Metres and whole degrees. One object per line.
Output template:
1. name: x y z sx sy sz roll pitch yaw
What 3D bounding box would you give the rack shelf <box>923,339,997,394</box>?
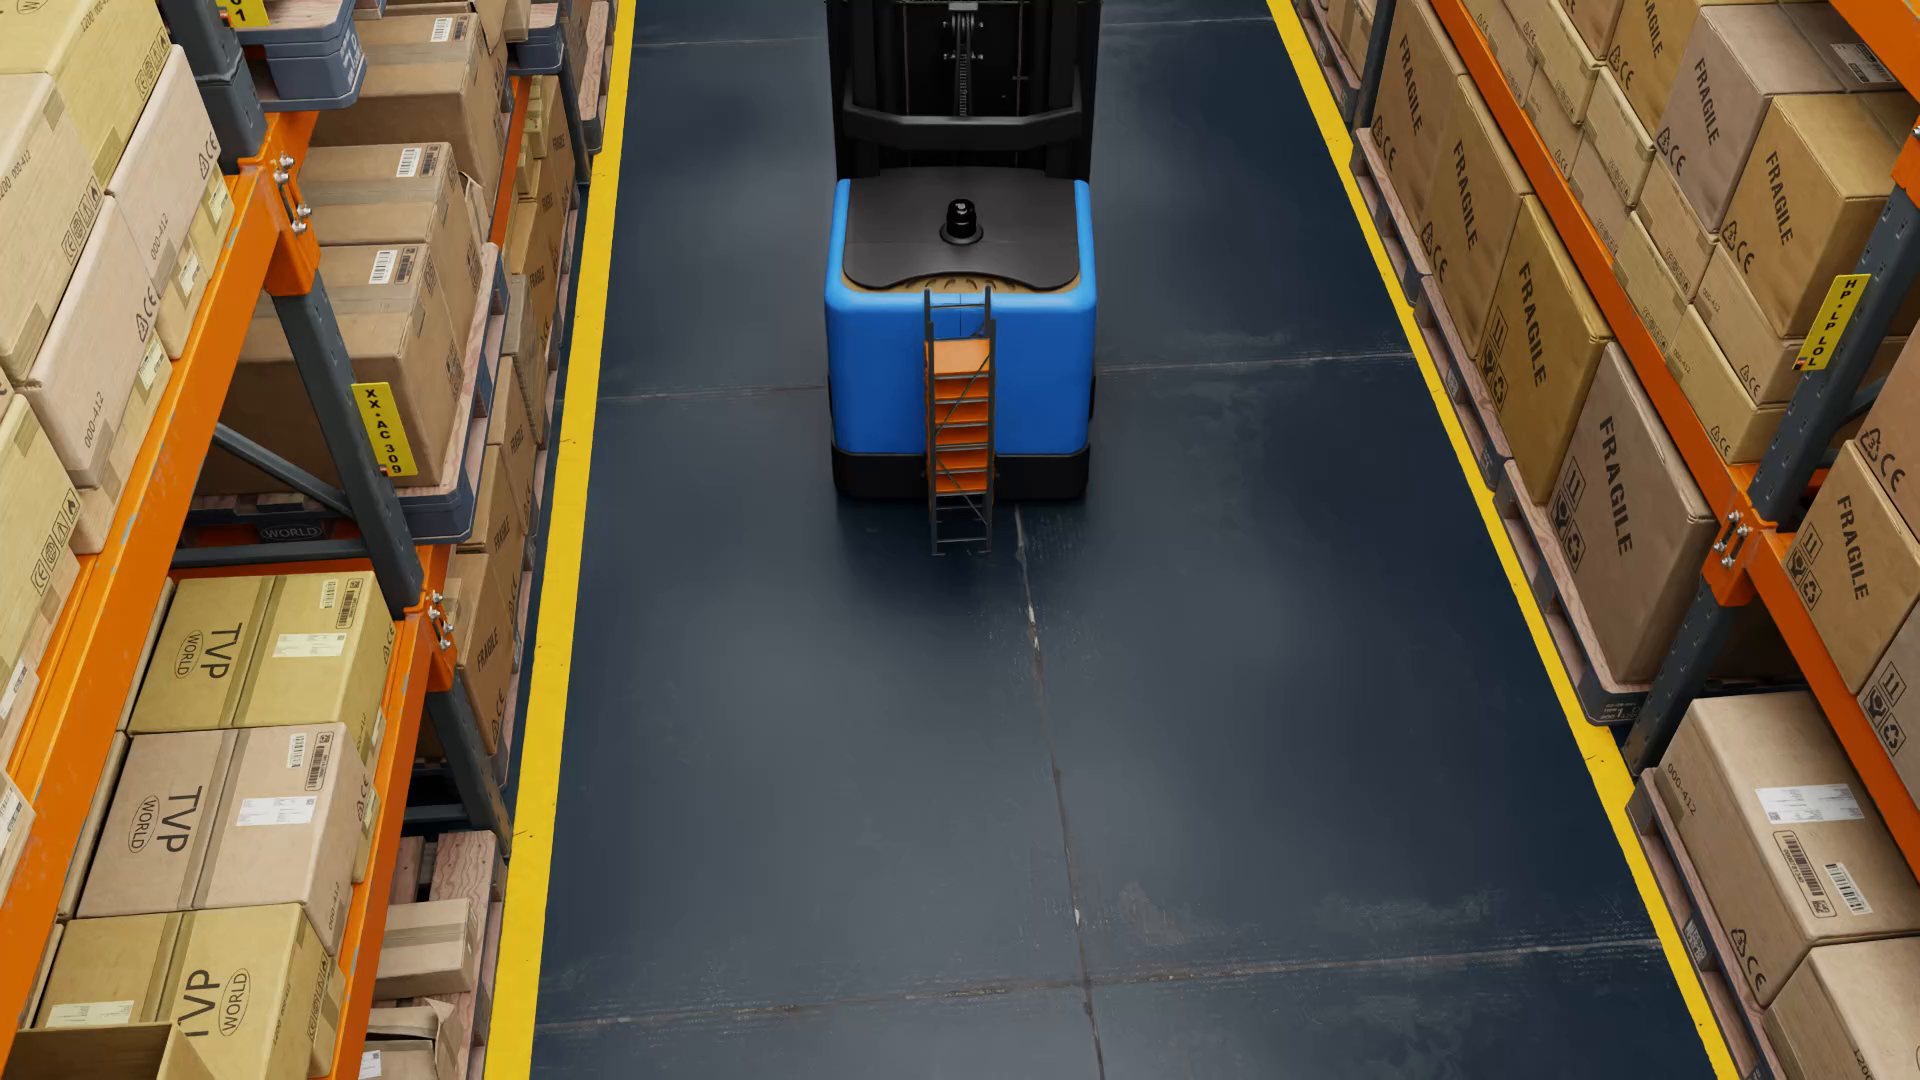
1. rack shelf: -0.001 -0.640 6.095 0.258 0.103 0.180 -3 47 -3

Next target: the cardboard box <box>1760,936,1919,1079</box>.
1. cardboard box: 2.917 1.591 4.653 0.875 0.438 0.875 -5 47 -4

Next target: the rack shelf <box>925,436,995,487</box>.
1. rack shelf: -0.001 -0.310 6.444 0.258 0.103 0.180 -3 47 -3

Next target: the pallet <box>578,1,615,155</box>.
1. pallet: -2.415 -2.483 8.956 1.003 0.211 1.213 -3 47 -3

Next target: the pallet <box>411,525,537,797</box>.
1. pallet: -2.156 0.423 6.204 1.003 0.211 1.213 -3 47 -3

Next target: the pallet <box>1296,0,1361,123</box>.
1. pallet: 2.497 -2.755 9.214 1.003 0.211 1.213 -3 47 -3

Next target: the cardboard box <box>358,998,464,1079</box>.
1. cardboard box: -1.681 1.489 4.867 0.396 0.266 0.258 -2 47 -2

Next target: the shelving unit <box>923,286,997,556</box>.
1. shelving unit: -0.001 -0.423 6.324 0.258 1.200 0.189 -3 47 -3

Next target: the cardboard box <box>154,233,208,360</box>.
1. cardboard box: -1.708 -0.475 3.241 0.380 0.149 0.250 -4 47 -3

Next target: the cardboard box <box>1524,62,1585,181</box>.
1. cardboard box: 2.495 -1.620 6.322 0.500 0.250 0.500 -3 47 -3

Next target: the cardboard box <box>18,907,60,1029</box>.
1. cardboard box: -2.190 0.835 3.275 0.500 0.500 0.500 -5 47 -4

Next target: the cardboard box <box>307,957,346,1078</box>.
1. cardboard box: -1.638 1.100 3.815 0.380 0.149 0.250 -4 47 -4

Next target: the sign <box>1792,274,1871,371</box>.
1. sign: 2.356 -0.585 4.495 0.100 0.325 0.005 -3 47 -3

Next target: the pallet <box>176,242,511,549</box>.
1. pallet: -2.008 -0.469 5.260 1.003 0.211 1.213 -3 47 -3

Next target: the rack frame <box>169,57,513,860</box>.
1. rack frame: -2.050 0.050 4.637 1.000 3.000 0.127 -3 47 -3

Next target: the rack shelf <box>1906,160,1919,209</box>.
1. rack shelf: 3.064 0.409 2.726 1.077 0.370 4.000 -3 47 -3

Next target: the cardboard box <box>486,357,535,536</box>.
1. cardboard box: -1.958 -0.344 6.443 0.500 0.500 0.500 -5 47 -4

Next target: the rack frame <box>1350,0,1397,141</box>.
1. rack frame: 2.561 -3.148 7.666 1.000 3.000 0.127 -3 47 -3

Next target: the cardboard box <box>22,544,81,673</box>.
1. cardboard box: -1.685 0.093 2.703 0.380 0.149 0.250 -2 47 -2

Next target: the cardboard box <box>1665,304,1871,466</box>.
1. cardboard box: 2.607 -0.512 5.272 0.500 0.250 0.500 -4 47 -4

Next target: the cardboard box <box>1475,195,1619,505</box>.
1. cardboard box: 2.681 -0.765 6.583 0.875 0.875 0.875 -2 47 -2

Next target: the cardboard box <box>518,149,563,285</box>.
1. cardboard box: -2.104 -1.473 7.512 0.500 0.500 0.500 -4 47 -4

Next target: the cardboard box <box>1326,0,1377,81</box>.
1. cardboard box: 2.524 -2.798 8.855 0.950 0.372 0.625 -6 47 -6

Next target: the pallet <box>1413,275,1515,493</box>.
1. pallet: 2.651 -0.734 7.300 1.003 0.211 1.213 -3 47 -3

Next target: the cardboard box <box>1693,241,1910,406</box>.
1. cardboard box: 2.617 -0.679 5.086 0.500 0.250 0.500 -4 47 -3

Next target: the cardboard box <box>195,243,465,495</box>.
1. cardboard box: -1.867 -0.492 4.792 0.700 0.500 0.500 -2 47 -2

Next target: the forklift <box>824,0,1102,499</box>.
1. forklift: 0.017 -2.229 6.842 1.130 2.935 3.031 0 47 0

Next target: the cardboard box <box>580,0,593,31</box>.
1. cardboard box: -2.486 -3.096 8.963 0.875 0.625 0.625 -2 47 -2

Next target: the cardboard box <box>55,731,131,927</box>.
1. cardboard box: -2.228 0.737 3.885 0.500 0.250 0.500 -4 47 -4

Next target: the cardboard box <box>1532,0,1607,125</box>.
1. cardboard box: 2.459 -1.784 6.132 0.500 0.250 0.500 -3 47 -3

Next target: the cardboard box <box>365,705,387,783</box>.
1. cardboard box: -1.728 0.539 4.347 0.380 0.149 0.250 -2 47 -2

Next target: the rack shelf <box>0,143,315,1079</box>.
1. rack shelf: -1.882 0.713 2.438 1.077 0.370 4.000 -3 47 -3

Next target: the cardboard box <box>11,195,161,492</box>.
1. cardboard box: -1.706 -0.323 2.822 0.500 0.250 0.500 -5 47 -5

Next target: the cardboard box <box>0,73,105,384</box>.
1. cardboard box: -1.716 -0.487 2.633 0.500 0.250 0.500 -4 47 -4

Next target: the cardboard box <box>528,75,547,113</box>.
1. cardboard box: -2.091 -2.010 7.573 0.380 0.149 0.250 -6 47 -5

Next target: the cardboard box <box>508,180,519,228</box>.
1. cardboard box: -2.082 -1.427 7.021 0.380 0.149 0.250 -2 47 -2

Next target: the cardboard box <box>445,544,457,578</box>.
1. cardboard box: -1.915 0.071 5.603 0.380 0.149 0.250 -5 47 -4

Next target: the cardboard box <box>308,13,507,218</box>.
1. cardboard box: -1.976 -1.435 5.685 0.700 0.500 0.500 -4 47 -3

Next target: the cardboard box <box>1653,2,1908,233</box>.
1. cardboard box: 2.558 -1.314 5.171 0.500 0.500 0.500 -3 47 -3

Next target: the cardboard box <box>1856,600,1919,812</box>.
1. cardboard box: 2.713 0.431 4.207 0.500 0.500 0.500 -3 47 -3

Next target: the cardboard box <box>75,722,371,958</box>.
1. cardboard box: -1.707 0.715 3.906 0.500 0.250 0.500 -3 47 -3

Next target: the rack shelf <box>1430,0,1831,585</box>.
1. rack shelf: 2.729 -1.454 6.556 1.077 0.370 4.000 -3 47 -3
